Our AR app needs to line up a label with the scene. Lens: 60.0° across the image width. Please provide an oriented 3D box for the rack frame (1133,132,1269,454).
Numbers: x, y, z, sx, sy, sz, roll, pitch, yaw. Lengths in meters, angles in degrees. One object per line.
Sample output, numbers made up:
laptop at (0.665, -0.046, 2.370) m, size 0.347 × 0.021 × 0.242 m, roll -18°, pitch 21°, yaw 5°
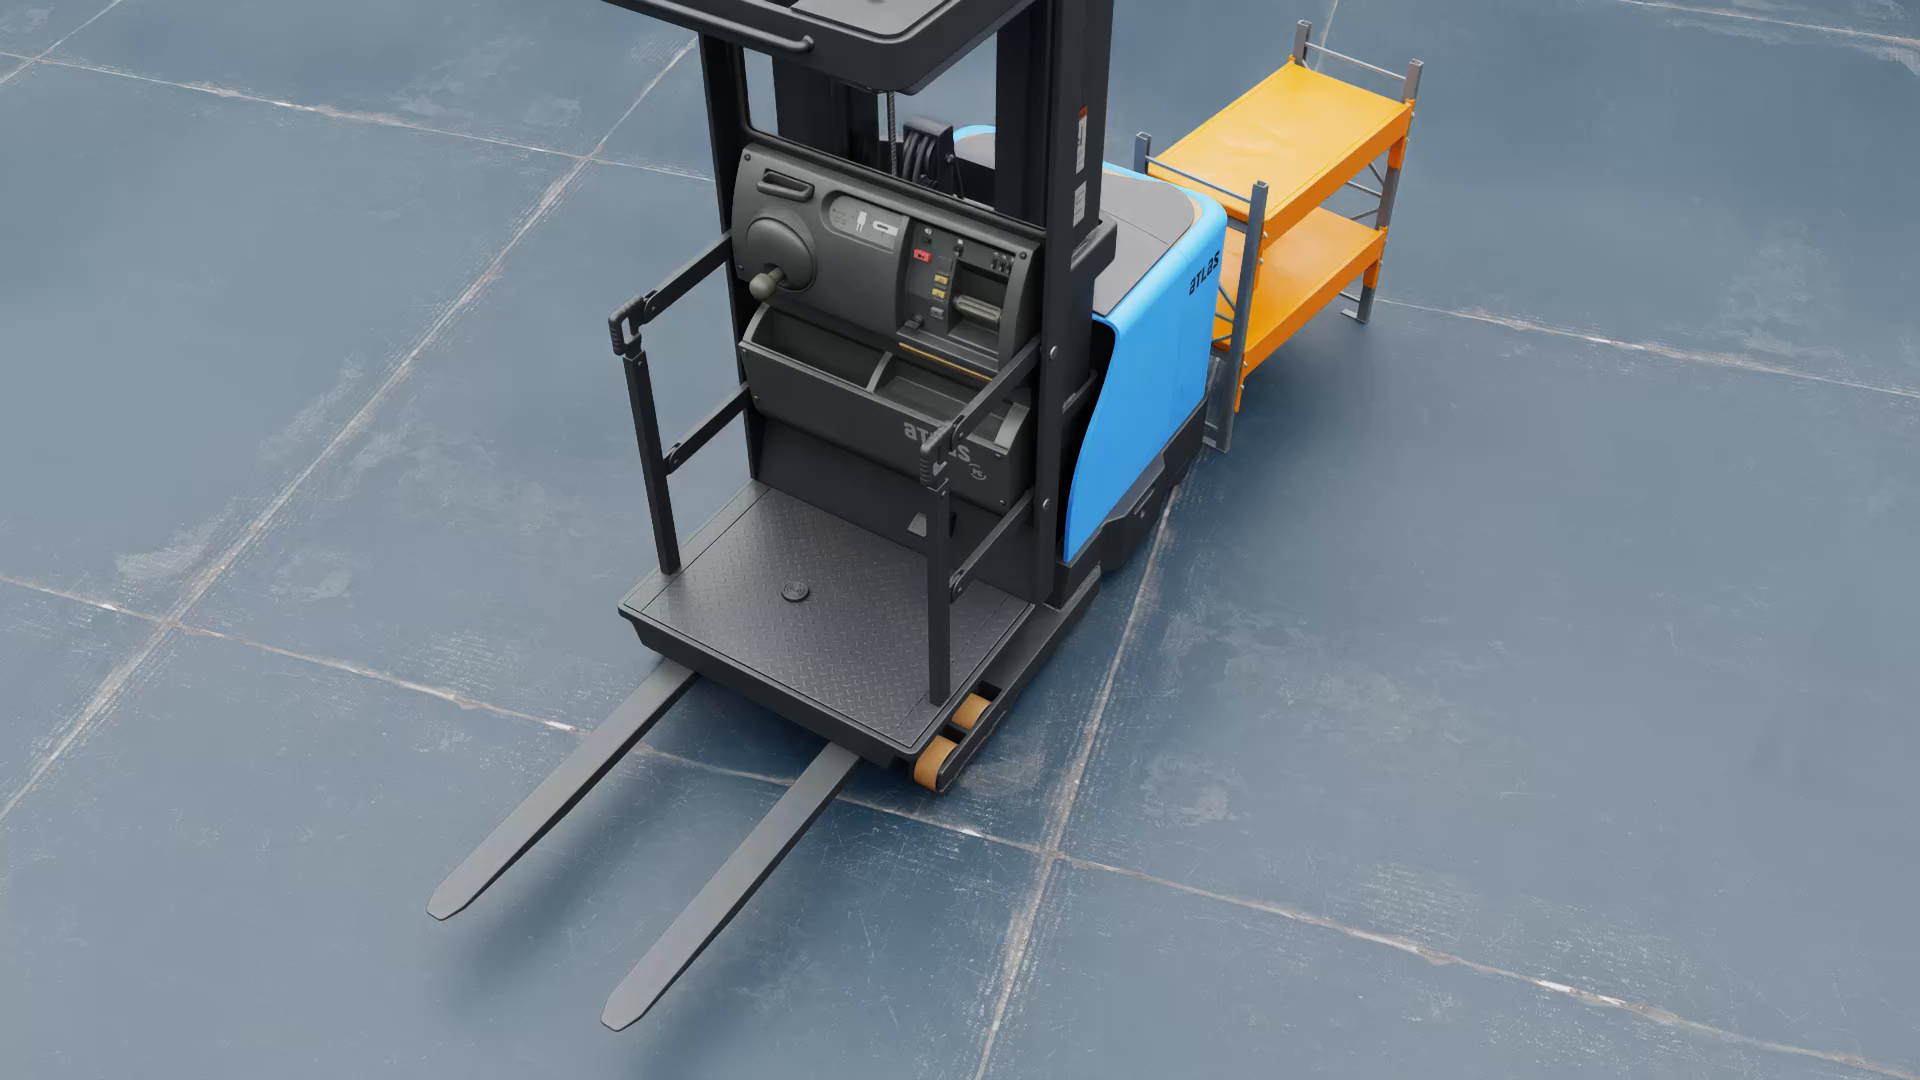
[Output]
rack frame at (0.785, -0.836, 5.801) m, size 0.500 × 1.125 × 0.032 m, roll 30°, pitch 52°, yaw 27°

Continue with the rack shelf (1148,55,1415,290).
rack shelf at (1.109, -1.319, 5.876) m, size 0.538 × 0.278 × 1.000 m, roll 30°, pitch 52°, yaw 27°

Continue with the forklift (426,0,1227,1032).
forklift at (-0.336, -0.674, 4.343) m, size 1.130 × 2.935 × 3.031 m, roll 24°, pitch 49°, yaw 22°

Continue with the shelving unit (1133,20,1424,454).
shelving unit at (1.109, -1.110, 6.080) m, size 0.538 × 1.125 × 1.048 m, roll 30°, pitch 52°, yaw 27°

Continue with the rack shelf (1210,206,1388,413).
rack shelf at (1.109, -0.935, 6.251) m, size 0.538 × 0.278 × 1.000 m, roll 30°, pitch 52°, yaw 27°

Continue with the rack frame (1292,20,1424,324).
rack frame at (1.434, -1.384, 6.360) m, size 0.500 × 1.125 × 0.032 m, roll 30°, pitch 52°, yaw 27°
